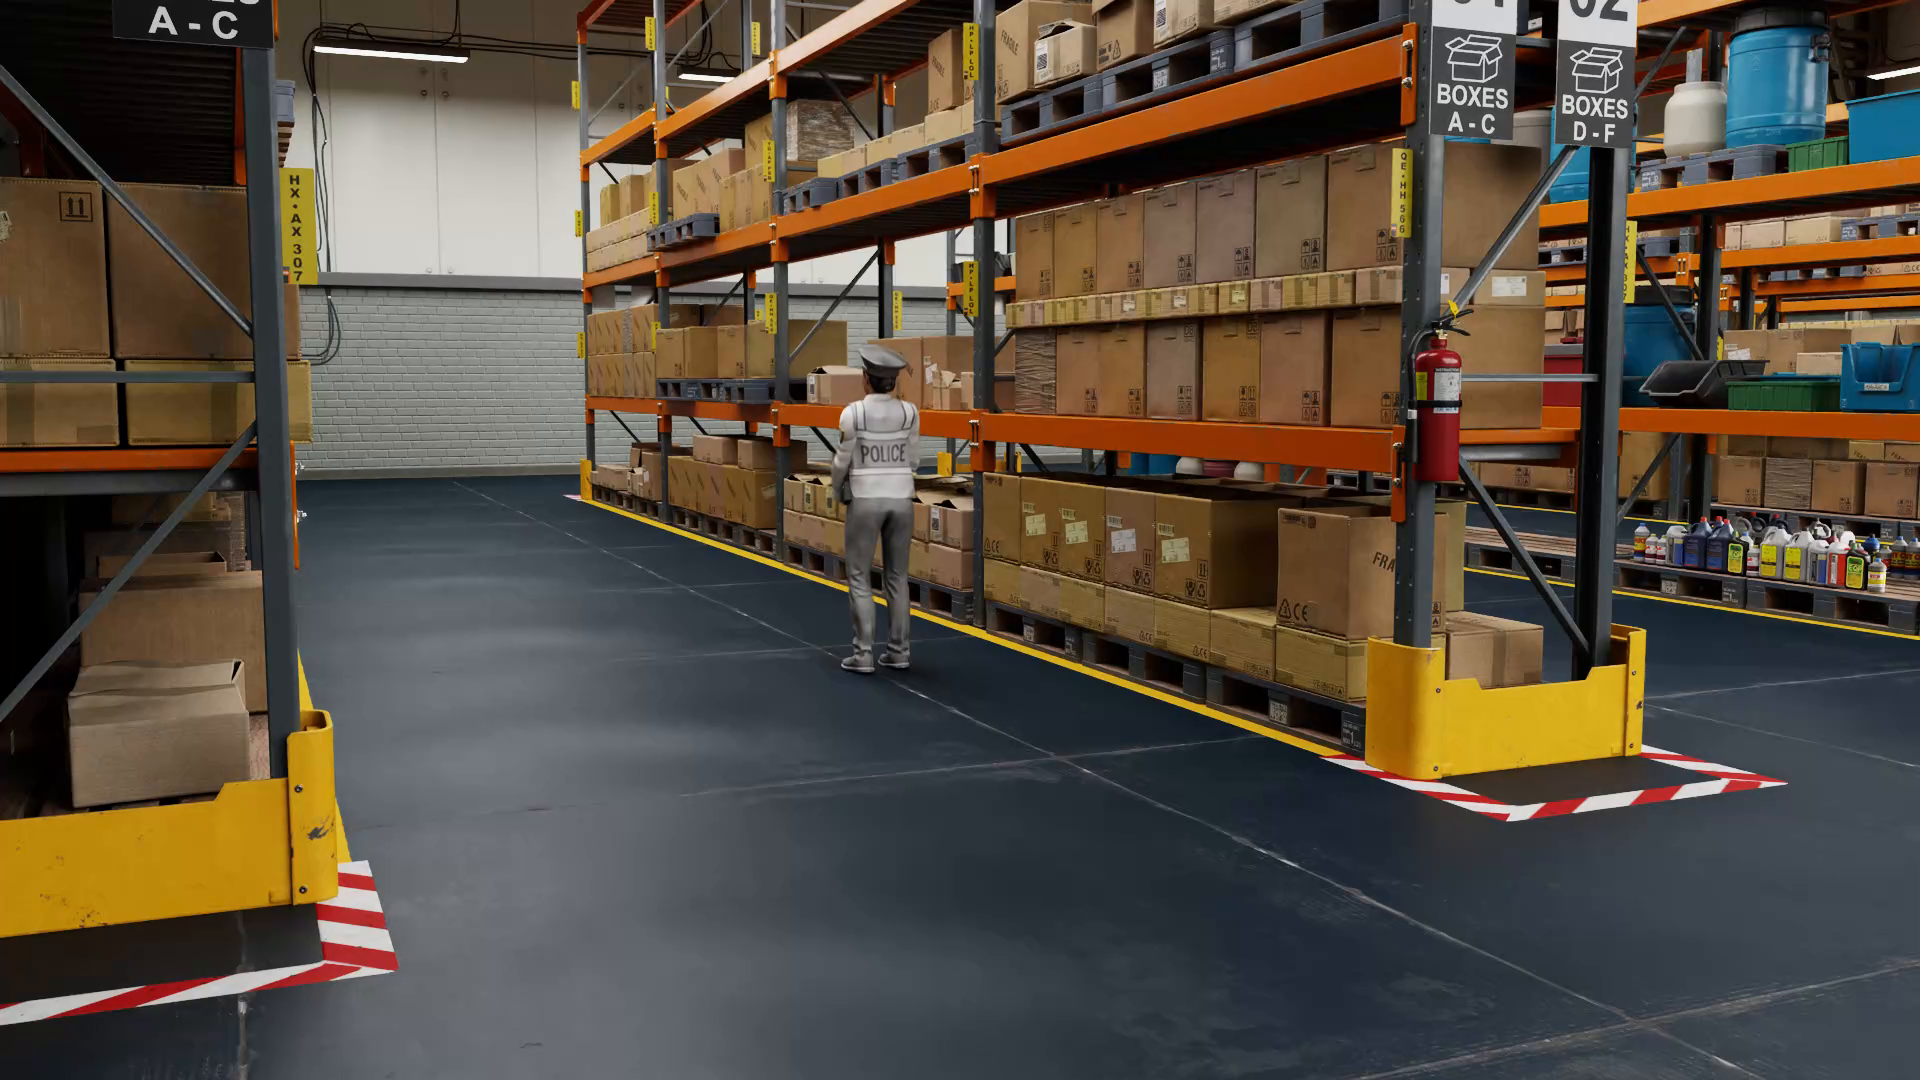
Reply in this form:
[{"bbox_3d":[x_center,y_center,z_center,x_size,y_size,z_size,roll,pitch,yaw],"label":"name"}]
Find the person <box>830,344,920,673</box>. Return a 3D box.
[{"bbox_3d":[-0.439,-0.167,8.624,0.459,1.688,0.550,-2,6,-22],"label":"person"}]
